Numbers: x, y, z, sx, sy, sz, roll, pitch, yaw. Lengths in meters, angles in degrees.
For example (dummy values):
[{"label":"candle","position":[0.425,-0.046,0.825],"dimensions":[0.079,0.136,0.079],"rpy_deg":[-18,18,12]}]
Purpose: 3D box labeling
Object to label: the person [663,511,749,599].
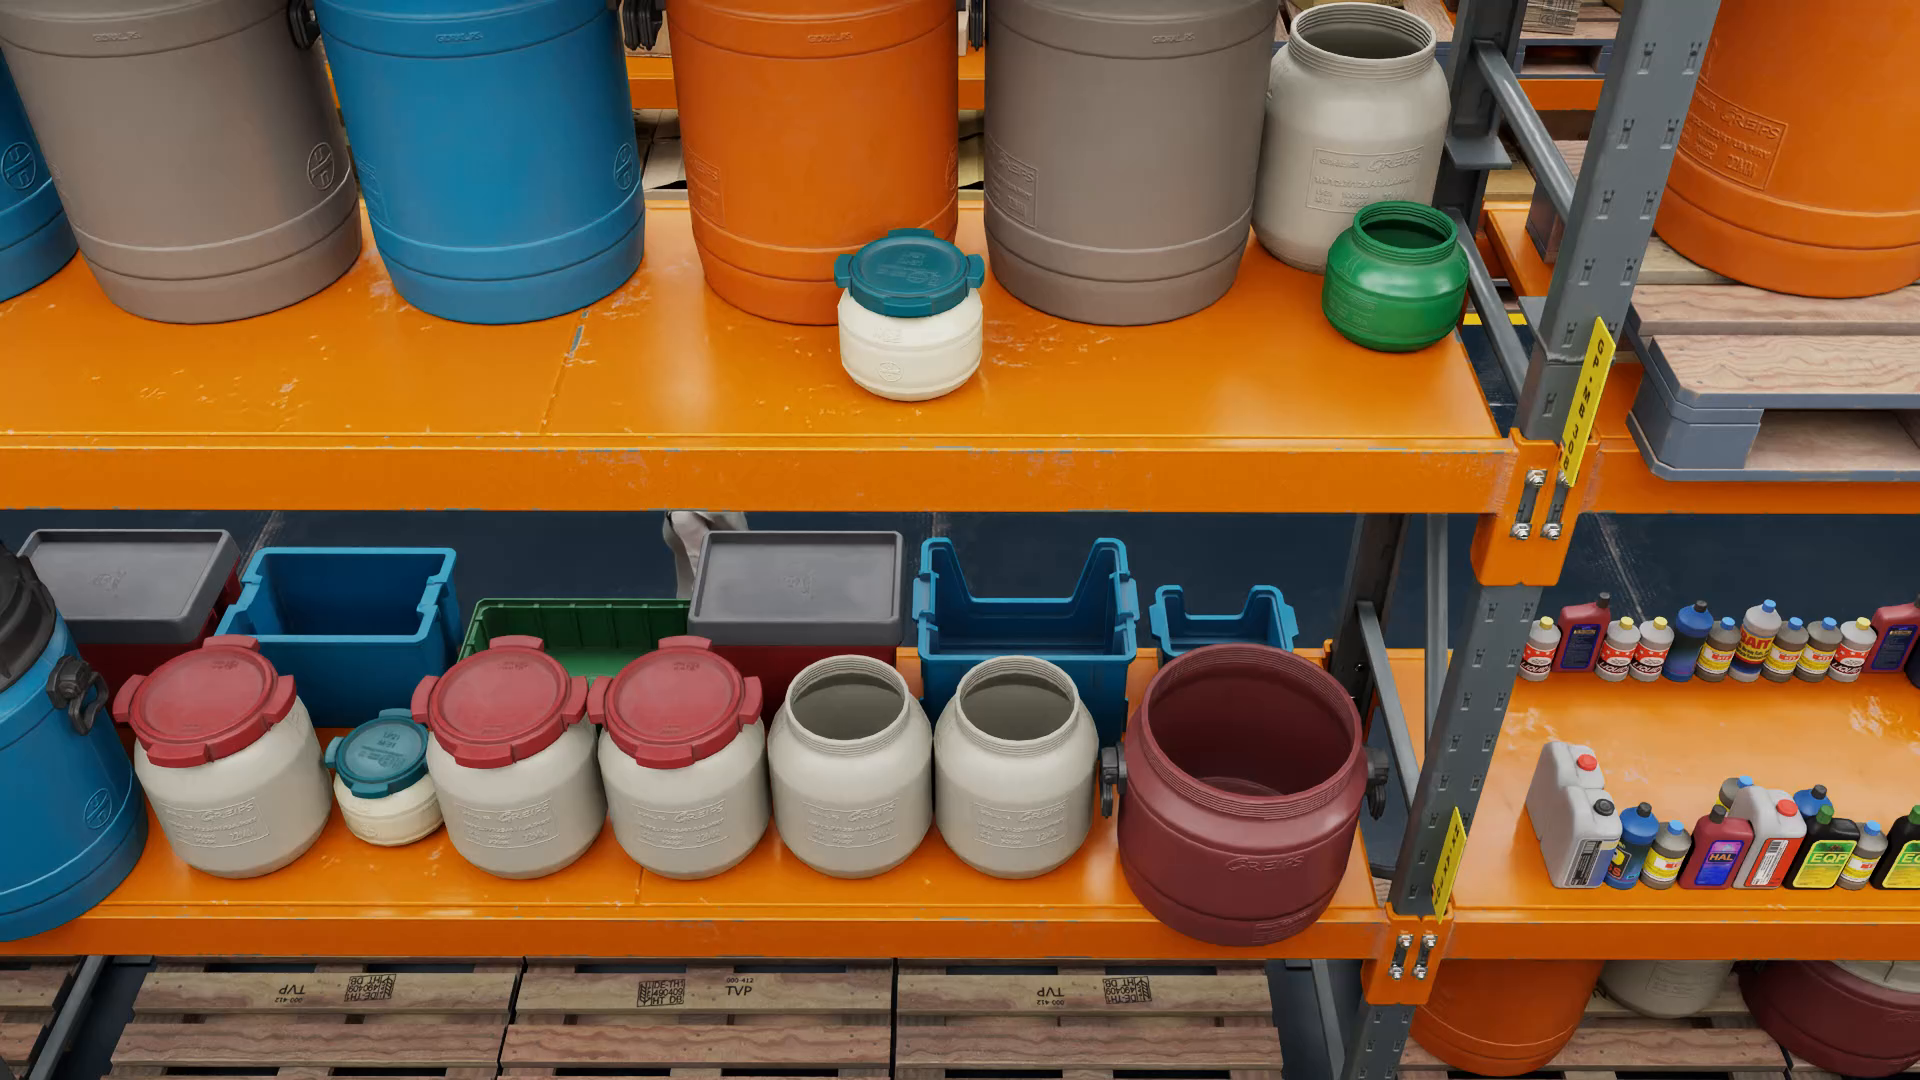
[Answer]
[{"label":"person","position":[-0.899,0.195,5.933],"dimensions":[0.350,1.593,0.472],"rpy_deg":[-1,40,-1]}]
